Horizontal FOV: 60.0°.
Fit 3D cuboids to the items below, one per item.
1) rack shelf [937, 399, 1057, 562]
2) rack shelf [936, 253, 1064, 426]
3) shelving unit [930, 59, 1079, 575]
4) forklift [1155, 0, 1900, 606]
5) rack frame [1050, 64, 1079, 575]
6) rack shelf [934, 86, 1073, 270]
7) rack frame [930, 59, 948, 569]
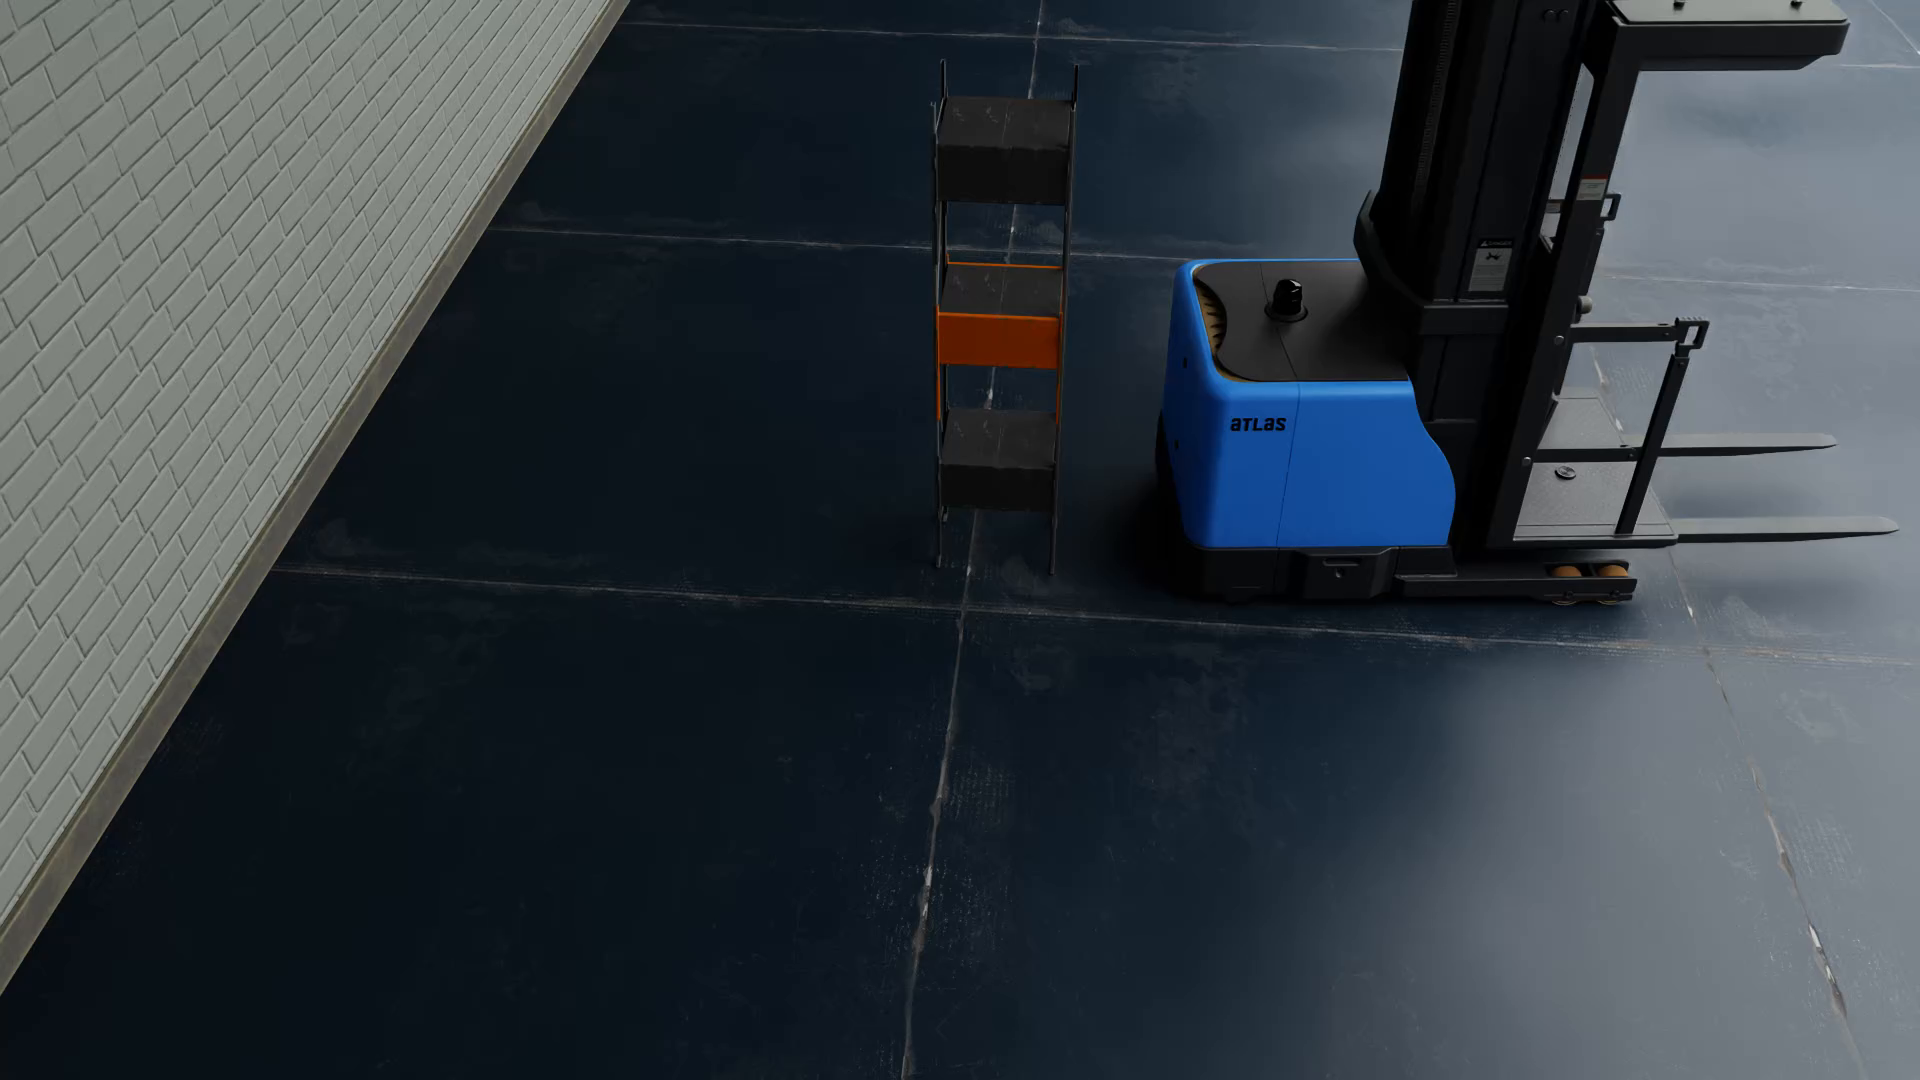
[{"bbox_3d":[0.165,-0.252,7.027,0.480,0.518,0.431,3,39,4],"label":"rack shelf"},{"bbox_3d":[0.165,-0.795,6.585,0.480,0.518,0.431,3,39,4],"label":"rack shelf"},{"bbox_3d":[0.165,-0.805,6.576,0.503,2.100,0.431,3,39,4],"label":"shelving unit"},{"bbox_3d":[2.412,-1.201,6.404,3.031,2.935,1.130,-1,39,-1],"label":"forklift"},{"bbox_3d":[0.408,-0.792,6.560,0.015,2.100,0.400,3,39,4],"label":"rack frame"},{"bbox_3d":[0.165,-1.338,6.143,0.480,0.518,0.431,3,39,4],"label":"rack shelf"},{"bbox_3d":[-0.078,-0.819,6.592,0.015,2.100,0.400,3,39,4],"label":"rack frame"}]
